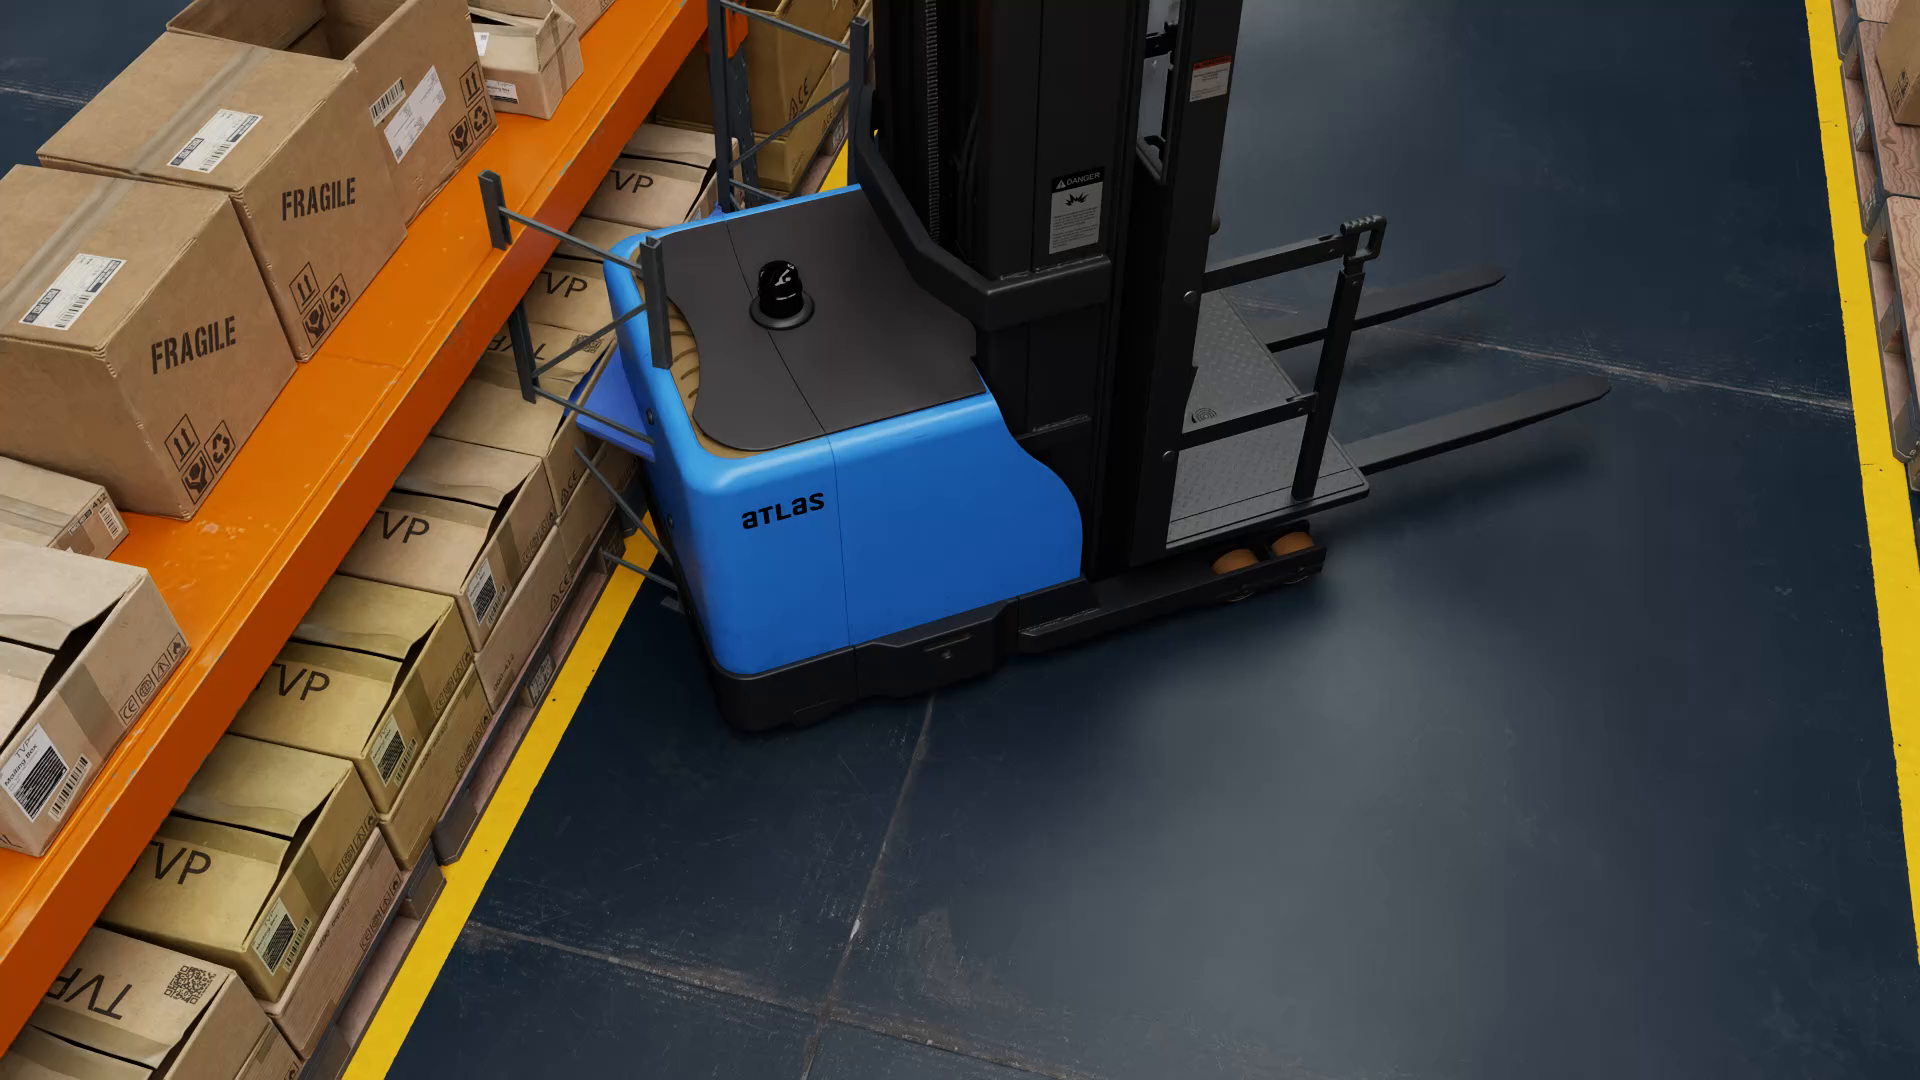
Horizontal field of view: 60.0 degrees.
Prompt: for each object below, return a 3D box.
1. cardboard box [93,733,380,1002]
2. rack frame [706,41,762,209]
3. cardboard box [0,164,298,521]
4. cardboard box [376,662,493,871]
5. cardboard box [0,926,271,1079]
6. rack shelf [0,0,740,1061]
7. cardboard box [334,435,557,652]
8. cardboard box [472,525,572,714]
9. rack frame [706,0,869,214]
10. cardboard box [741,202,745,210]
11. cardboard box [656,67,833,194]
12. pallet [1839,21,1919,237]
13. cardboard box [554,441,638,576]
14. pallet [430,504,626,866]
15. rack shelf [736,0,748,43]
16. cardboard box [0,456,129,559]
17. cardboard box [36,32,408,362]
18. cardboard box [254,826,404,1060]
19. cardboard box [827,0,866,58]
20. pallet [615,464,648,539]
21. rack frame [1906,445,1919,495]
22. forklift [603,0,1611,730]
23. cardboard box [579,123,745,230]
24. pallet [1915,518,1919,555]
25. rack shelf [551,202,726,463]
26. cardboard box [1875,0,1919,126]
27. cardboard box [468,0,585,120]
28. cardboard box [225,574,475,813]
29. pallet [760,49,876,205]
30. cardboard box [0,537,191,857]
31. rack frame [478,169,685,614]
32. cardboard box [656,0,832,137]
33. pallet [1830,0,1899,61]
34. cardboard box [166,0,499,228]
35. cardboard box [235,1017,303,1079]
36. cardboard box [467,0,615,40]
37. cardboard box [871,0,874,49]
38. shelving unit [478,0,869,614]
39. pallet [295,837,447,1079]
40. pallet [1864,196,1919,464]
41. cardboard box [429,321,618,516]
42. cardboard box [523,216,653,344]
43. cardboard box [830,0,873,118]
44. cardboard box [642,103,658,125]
[{"bbox_3d":[-1.707,0.710,3.803,0.500,0.311,0.500,10,49,9],"label":"cardboard box"},{"bbox_3d":[-1.206,-2.067,5.073,1.000,3.000,0.127,12,50,10],"label":"rack frame"},{"bbox_3d":[-1.833,-0.423,3.556,0.500,0.500,0.500,9,49,8],"label":"cardboard box"},{"bbox_3d":[-1.575,0.536,4.330,0.500,0.250,0.500,10,49,9],"label":"cardboard box"},{"bbox_3d":[-1.838,1.091,3.466,0.500,0.311,0.500,13,50,11],"label":"cardboard box"},{"bbox_3d":[-1.732,-0.382,4.066,1.077,0.370,4.000,12,50,10],"label":"rack shelf"},{"bbox_3d":[-1.436,-0.031,4.456,0.500,0.311,0.500,11,49,10],"label":"cardboard box"},{"bbox_3d":[-1.440,0.165,4.658,0.500,0.250,0.500,12,50,11],"label":"cardboard box"},{"bbox_3d":[-0.525,-1.026,5.112,0.500,1.500,0.032,24,54,13],"label":"rack frame"},{"bbox_3d":[-1.035,-0.939,5.632,0.500,0.250,0.500,11,50,10],"label":"cardboard box"},{"bbox_3d":[-0.791,-1.571,6.190,0.500,0.250,0.500,12,50,10],"label":"cardboard box"},{"bbox_3d":[4.036,-1.547,6.475,1.003,0.211,1.213,12,50,10],"label":"pallet"},{"bbox_3d":[-1.305,-0.203,4.982,0.500,0.250,0.500,13,50,11],"label":"cardboard box"},{"bbox_3d":[-1.681,0.282,4.860,1.003,0.211,1.213,12,50,10],"label":"pallet"},{"bbox_3d":[-0.680,-3.275,6.620,1.077,0.370,4.000,12,50,10],"label":"rack shelf"},{"bbox_3d":[-1.977,-0.024,3.438,0.380,0.149,0.250,15,50,13],"label":"cardboard box"},{"bbox_3d":[-1.694,-0.804,3.892,0.500,0.500,0.500,12,50,10],"label":"cardboard box"},{"bbox_3d":[-1.706,0.913,3.997,0.500,0.250,0.500,10,49,9],"label":"cardboard box"},{"bbox_3d":[-0.658,-2.181,6.228,0.500,0.500,0.500,12,50,10],"label":"cardboard box"},{"bbox_3d":[-1.362,-0.603,5.642,1.003,0.211,1.213,12,50,10],"label":"pallet"},{"bbox_3d":[3.574,-1.092,4.213,1.000,3.000,0.127,12,50,10],"label":"rack frame"},{"bbox_3d":[0.581,-1.138,4.299,3.031,2.935,1.130,-16,51,-14],"label":"forklift"},{"bbox_3d":[-1.036,-1.132,5.428,0.500,0.311,0.500,12,50,10],"label":"cardboard box"},{"bbox_3d":[3.371,0.394,4.761,1.003,0.211,1.213,12,50,10],"label":"pallet"},{"bbox_3d":[-0.765,-0.567,4.963,0.538,0.185,1.000,24,54,13],"label":"rack shelf"},{"bbox_3d":[3.967,-1.888,6.289,0.700,0.500,0.500,9,49,8],"label":"cardboard box"},{"bbox_3d":[-1.260,-1.350,4.530,0.396,0.266,0.258,10,49,9],"label":"cardboard box"},{"bbox_3d":[-1.571,0.341,4.128,0.500,0.311,0.500,10,49,9],"label":"cardboard box"},{"bbox_3d":[-0.956,-1.711,6.619,1.003,0.211,1.213,12,50,10],"label":"pallet"},{"bbox_3d":[-1.836,0.247,3.090,0.500,0.311,0.500,11,49,10],"label":"cardboard box"},{"bbox_3d":[-0.980,-0.328,4.530,0.500,1.500,0.032,24,54,13],"label":"rack frame"},{"bbox_3d":[-0.782,-1.817,5.907,0.500,0.500,0.500,12,50,10],"label":"cardboard box"},{"bbox_3d":[4.359,-2.427,7.251,1.003,0.211,1.213,12,50,10],"label":"pallet"},{"bbox_3d":[-1.562,-1.166,4.212,0.500,0.500,0.500,15,50,13],"label":"cardboard box"},{"bbox_3d":[-1.838,1.277,3.676,0.500,0.250,0.500,11,50,10],"label":"cardboard box"},{"bbox_3d":[-1.293,-1.652,4.808,0.500,0.250,0.500,14,50,12],"label":"cardboard box"},{"bbox_3d":[-0.518,-2.293,6.827,0.500,0.250,0.500,12,50,10],"label":"cardboard box"},{"bbox_3d":[-0.752,-0.677,4.821,0.538,1.500,1.048,24,54,13],"label":"shelving unit"},{"bbox_3d":[-2.004,1.162,4.084,1.003,0.211,1.213,12,50,10],"label":"pallet"},{"bbox_3d":[3.717,-0.662,5.693,1.003,0.211,1.213,12,50,10],"label":"pallet"},{"bbox_3d":[-1.300,-0.394,4.777,0.500,0.311,0.500,11,50,10],"label":"cardboard box"},{"bbox_3d":[-1.167,-0.754,5.095,0.500,0.311,0.500,13,50,11],"label":"cardboard box"},{"bbox_3d":[-0.655,-1.932,6.508,0.500,0.250,0.500,12,50,10],"label":"cardboard box"},{"bbox_3d":[-1.295,-1.674,6.281,0.500,0.250,0.500,12,50,10],"label":"cardboard box"}]
